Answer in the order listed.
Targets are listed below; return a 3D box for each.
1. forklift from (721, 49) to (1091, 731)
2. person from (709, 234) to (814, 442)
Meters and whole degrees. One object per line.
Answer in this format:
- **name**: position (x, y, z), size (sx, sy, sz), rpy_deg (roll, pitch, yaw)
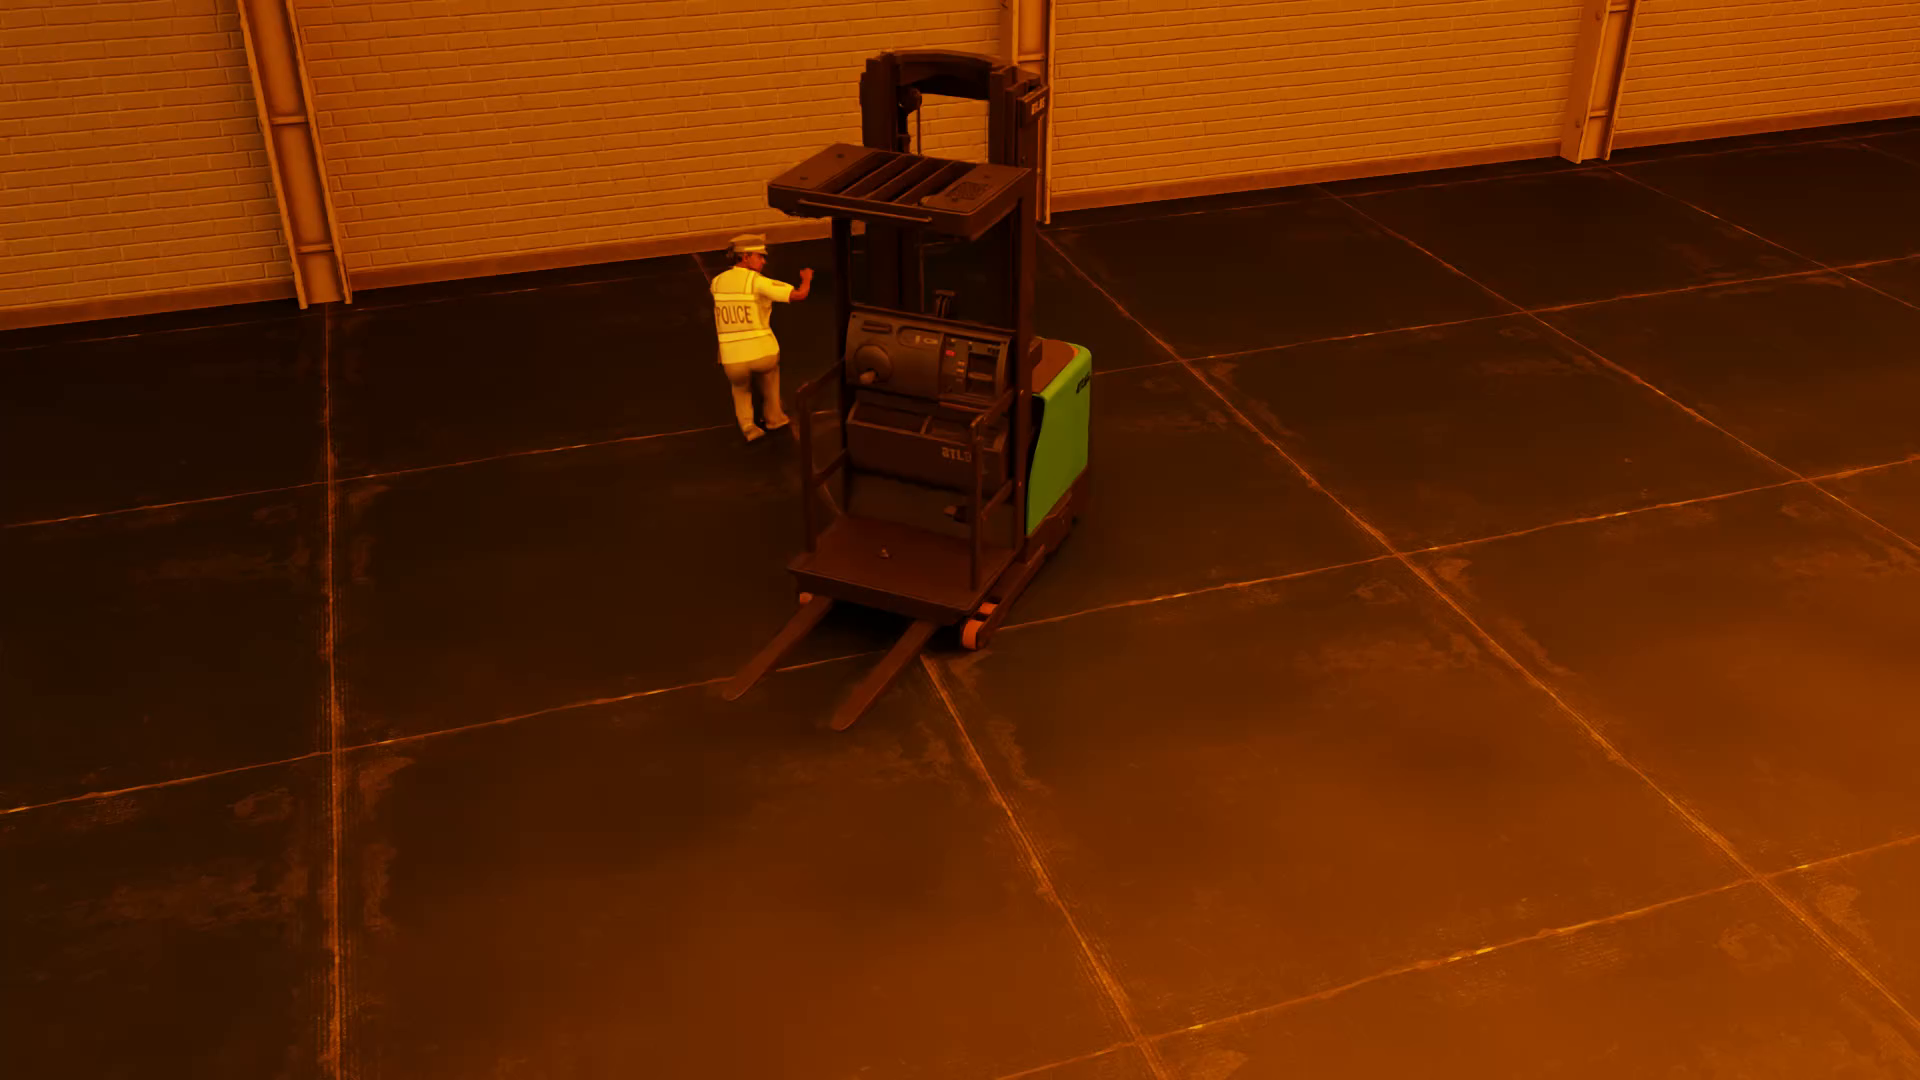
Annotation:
- **forklift**: position (-0.264, -0.918, 8.683), size (1.130, 2.935, 3.031), rpy_deg (12, 32, 21)
- **person**: position (-1.306, -1.390, 11.059), size (0.690, 1.397, 0.973), rpy_deg (1, 30, 2)
